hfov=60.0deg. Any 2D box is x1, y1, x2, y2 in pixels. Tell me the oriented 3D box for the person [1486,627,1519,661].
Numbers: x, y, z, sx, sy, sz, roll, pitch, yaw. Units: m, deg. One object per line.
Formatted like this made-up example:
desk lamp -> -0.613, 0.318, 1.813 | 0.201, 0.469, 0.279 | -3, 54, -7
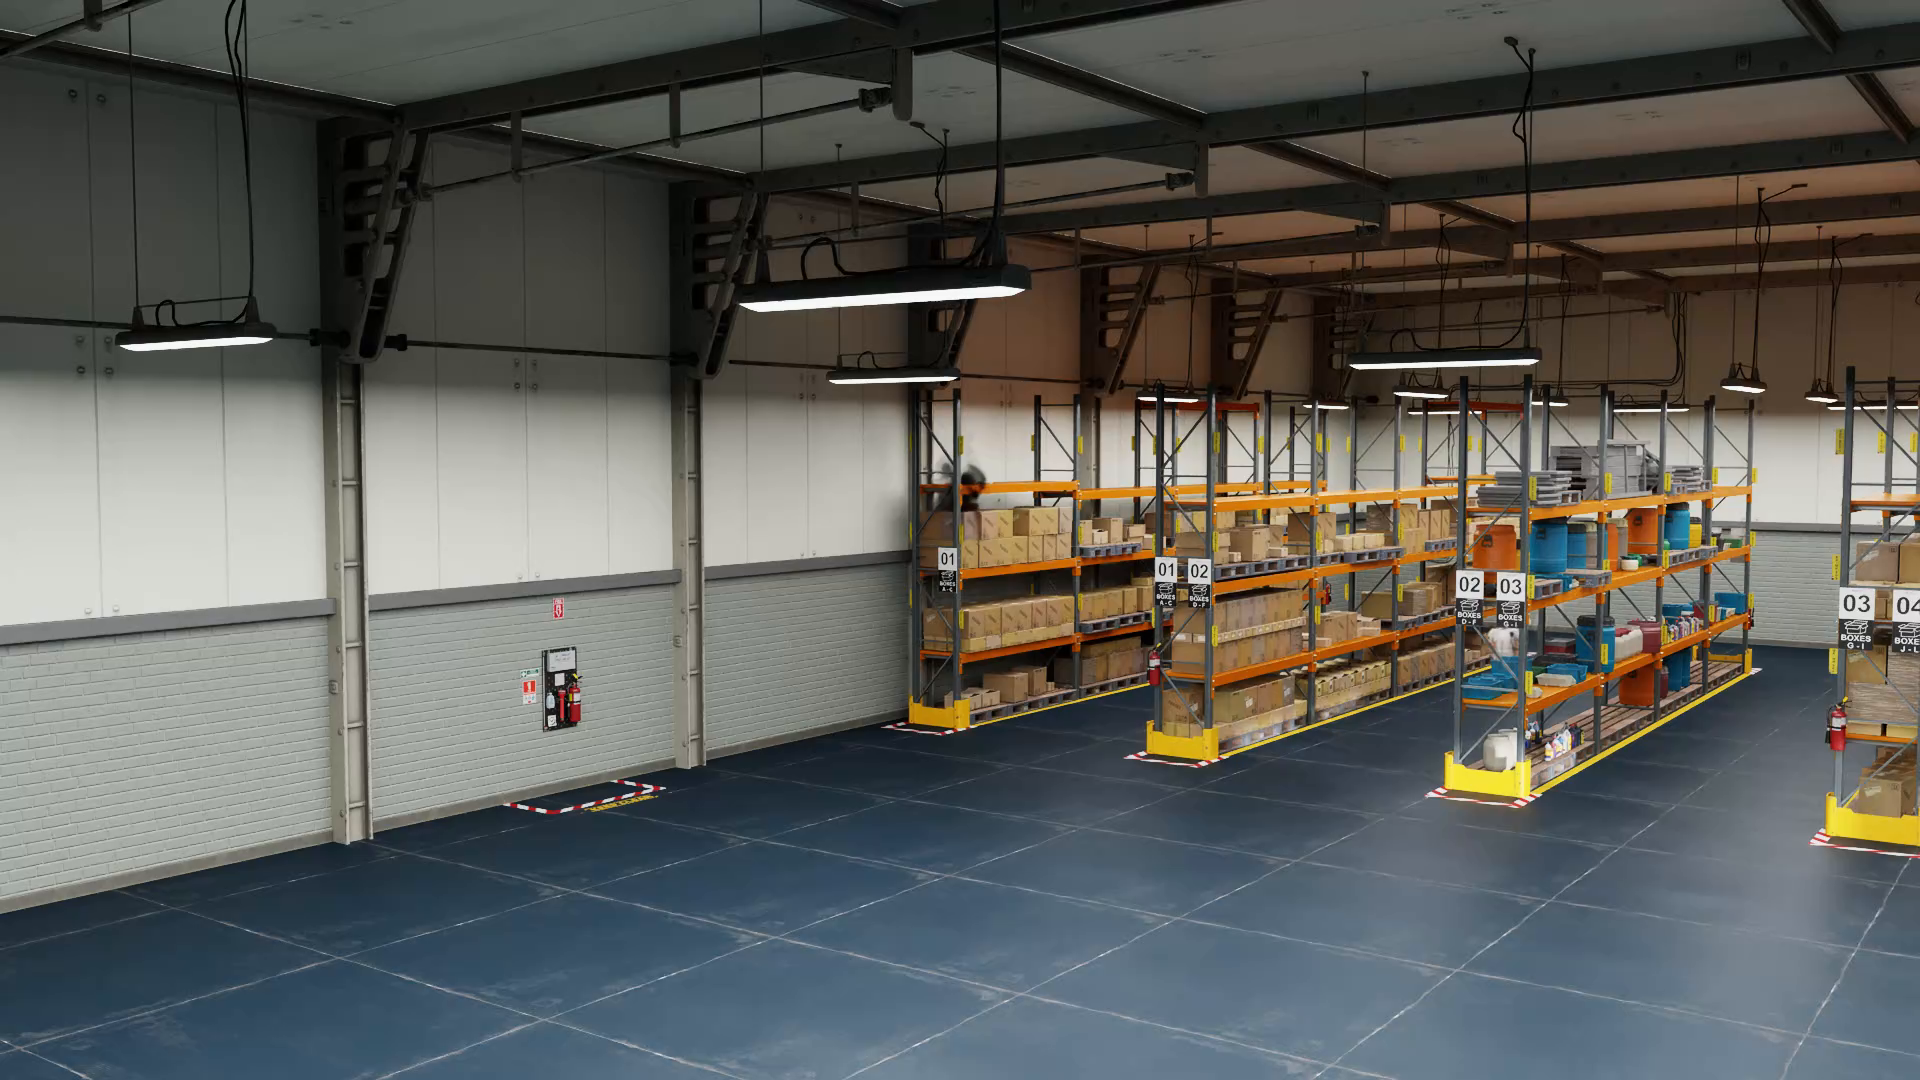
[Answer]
person -> 10.420, 2.308, 31.902 | 0.643, 1.852, 0.819 | 2, 4, 29
